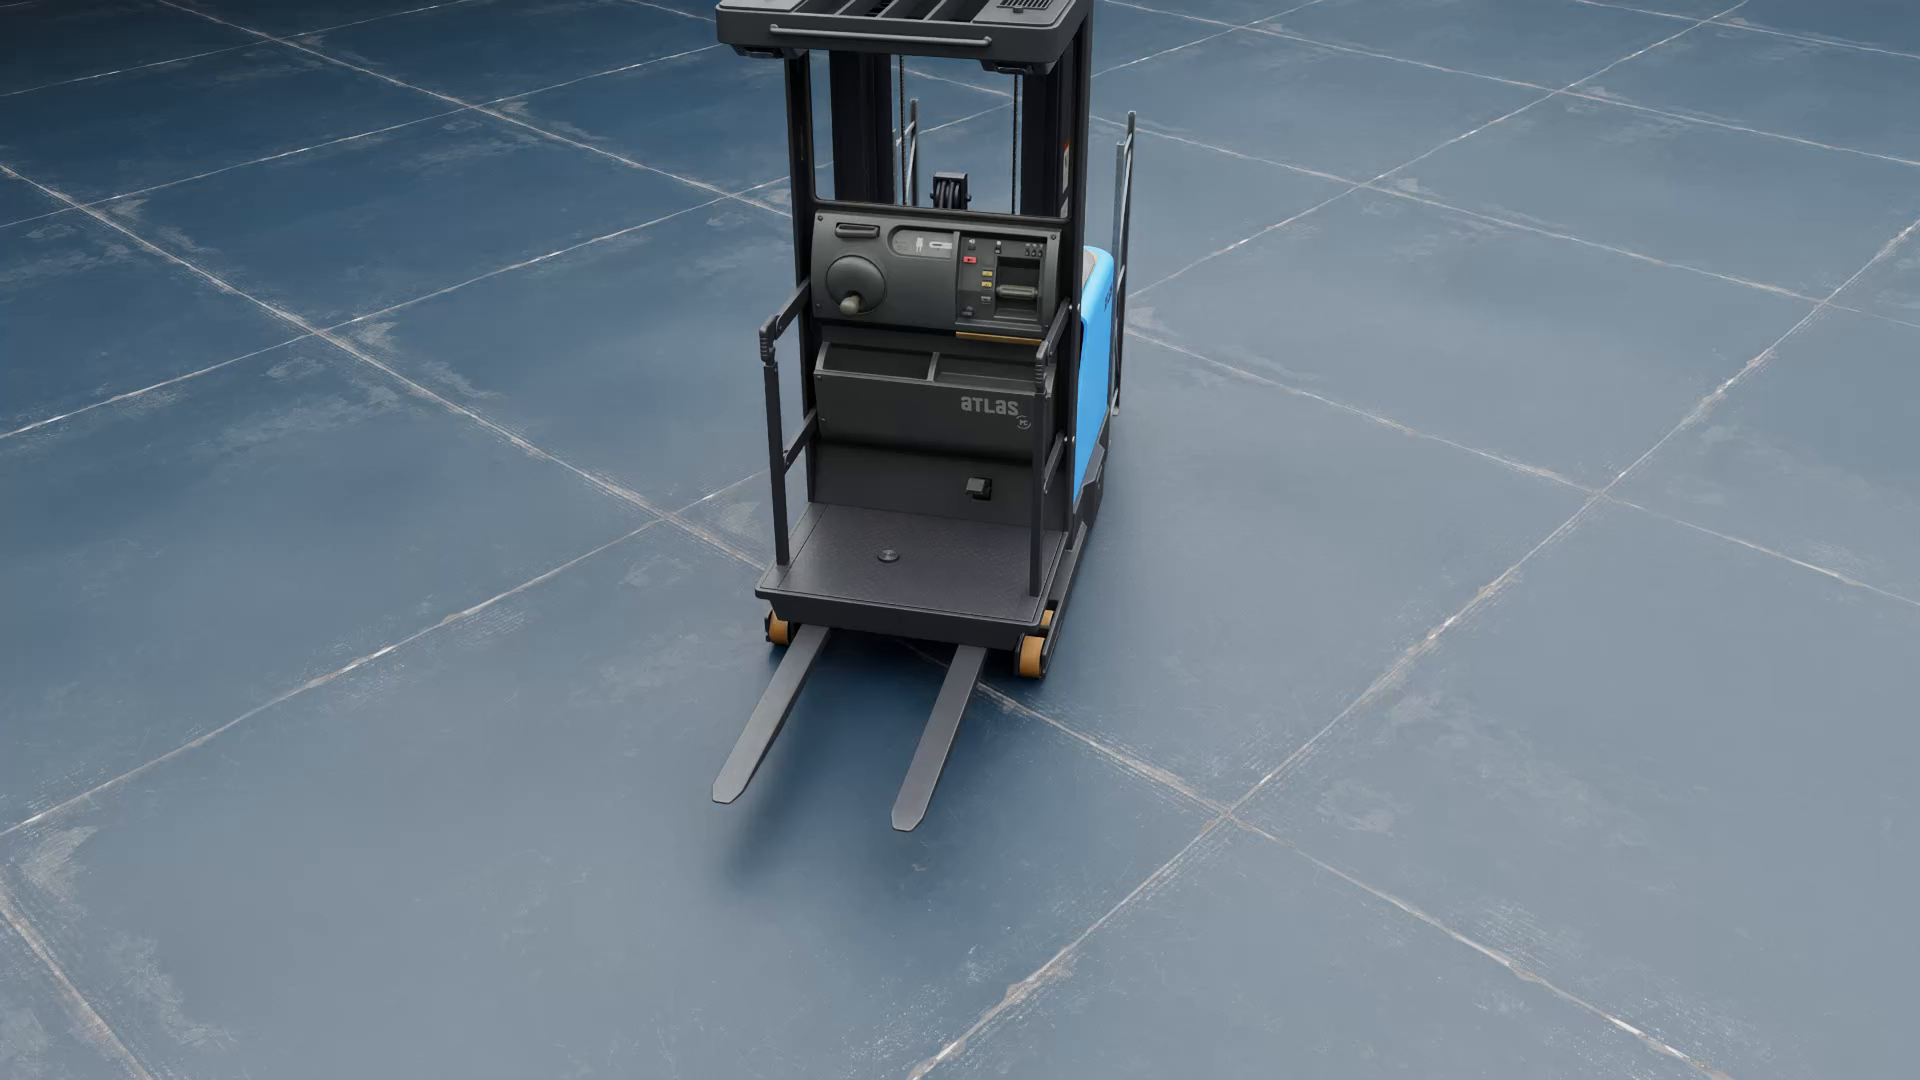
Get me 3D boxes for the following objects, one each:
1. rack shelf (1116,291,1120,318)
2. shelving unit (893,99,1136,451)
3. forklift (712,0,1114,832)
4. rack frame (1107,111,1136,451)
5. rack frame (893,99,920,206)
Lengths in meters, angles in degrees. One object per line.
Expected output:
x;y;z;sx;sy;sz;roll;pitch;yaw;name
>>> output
0.242;-1.086;7.948;1.000;0.185;0.538;6;32;9;rack shelf
0.242;-1.240;7.855;1.048;1.500;0.538;6;32;9;shelving unit
-0.142;-0.939;5.968;1.130;2.935;3.031;7;32;11;forklift
0.741;-1.189;7.772;0.032;1.500;0.500;6;32;9;rack frame
-0.257;-1.290;7.939;0.032;1.500;0.500;6;32;9;rack frame
